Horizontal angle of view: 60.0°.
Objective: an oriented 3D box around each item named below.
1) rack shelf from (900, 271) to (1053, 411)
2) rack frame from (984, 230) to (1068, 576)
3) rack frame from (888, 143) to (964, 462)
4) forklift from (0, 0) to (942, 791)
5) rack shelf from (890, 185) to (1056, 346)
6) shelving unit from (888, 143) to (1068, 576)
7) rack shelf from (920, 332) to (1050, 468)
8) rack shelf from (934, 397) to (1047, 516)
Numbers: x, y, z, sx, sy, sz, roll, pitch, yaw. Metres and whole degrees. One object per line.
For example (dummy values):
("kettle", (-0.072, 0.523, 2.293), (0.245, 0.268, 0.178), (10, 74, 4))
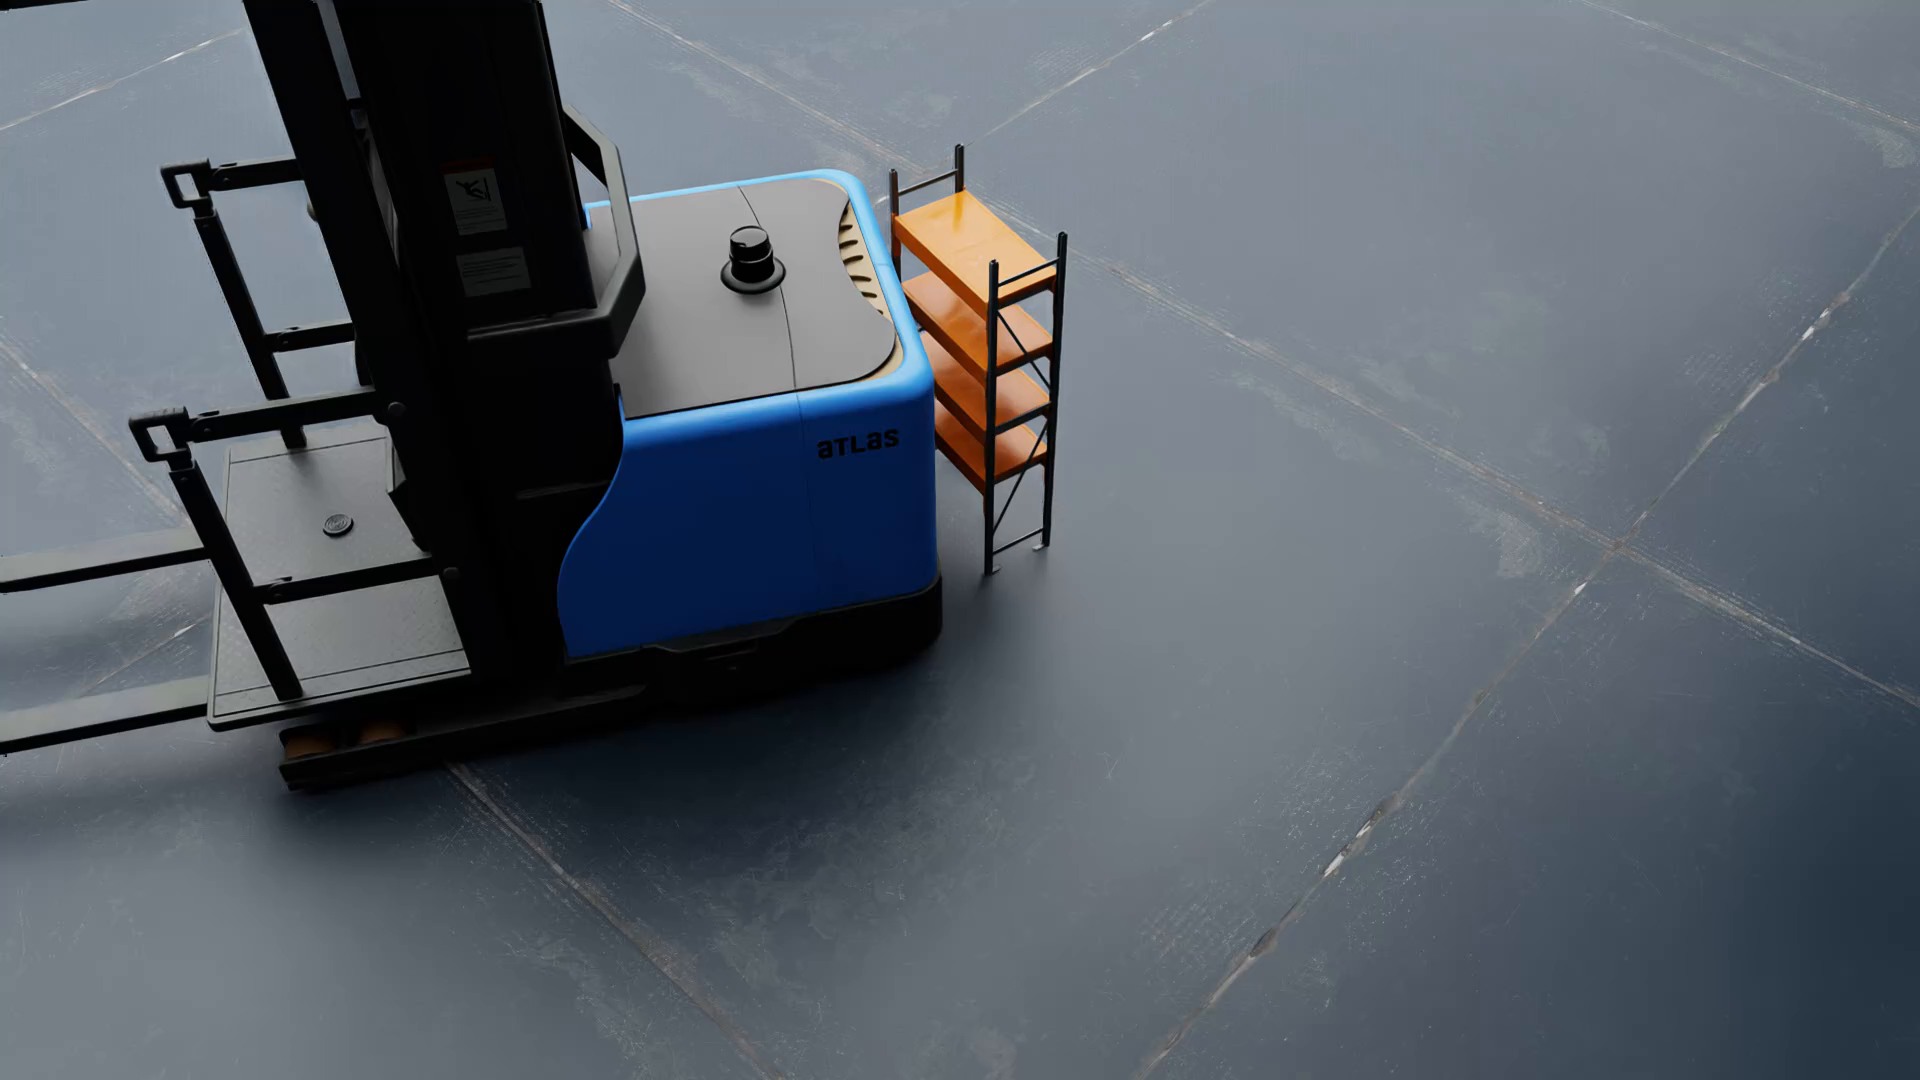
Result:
("rack shelf", (0.043, -0.605, 4.781), (0.258, 0.148, 0.480), (-26, 52, -22))
("rack frame", (0.179, -0.350, 4.756), (0.240, 1.200, 0.015), (-26, 52, -22))
("rack frame", (-0.092, -0.646, 5.034), (0.240, 1.200, 0.015), (-26, 52, -22))
("forklift", (-1.627, -0.747, 3.941), (3.031, 2.935, 1.130), (-11, 48, -10))
("rack shelf", (0.043, -0.767, 4.608), (0.258, 0.148, 0.480), (-26, 52, -22))
("shelving unit", (0.043, -0.498, 4.895), (0.258, 1.200, 0.503), (-26, 52, -22))
("rack shelf", (0.043, -0.452, 4.944), (0.258, 0.148, 0.480), (-26, 52, -22))
("rack shelf", (0.043, -0.316, 5.089), (0.258, 0.148, 0.480), (-26, 52, -22))
